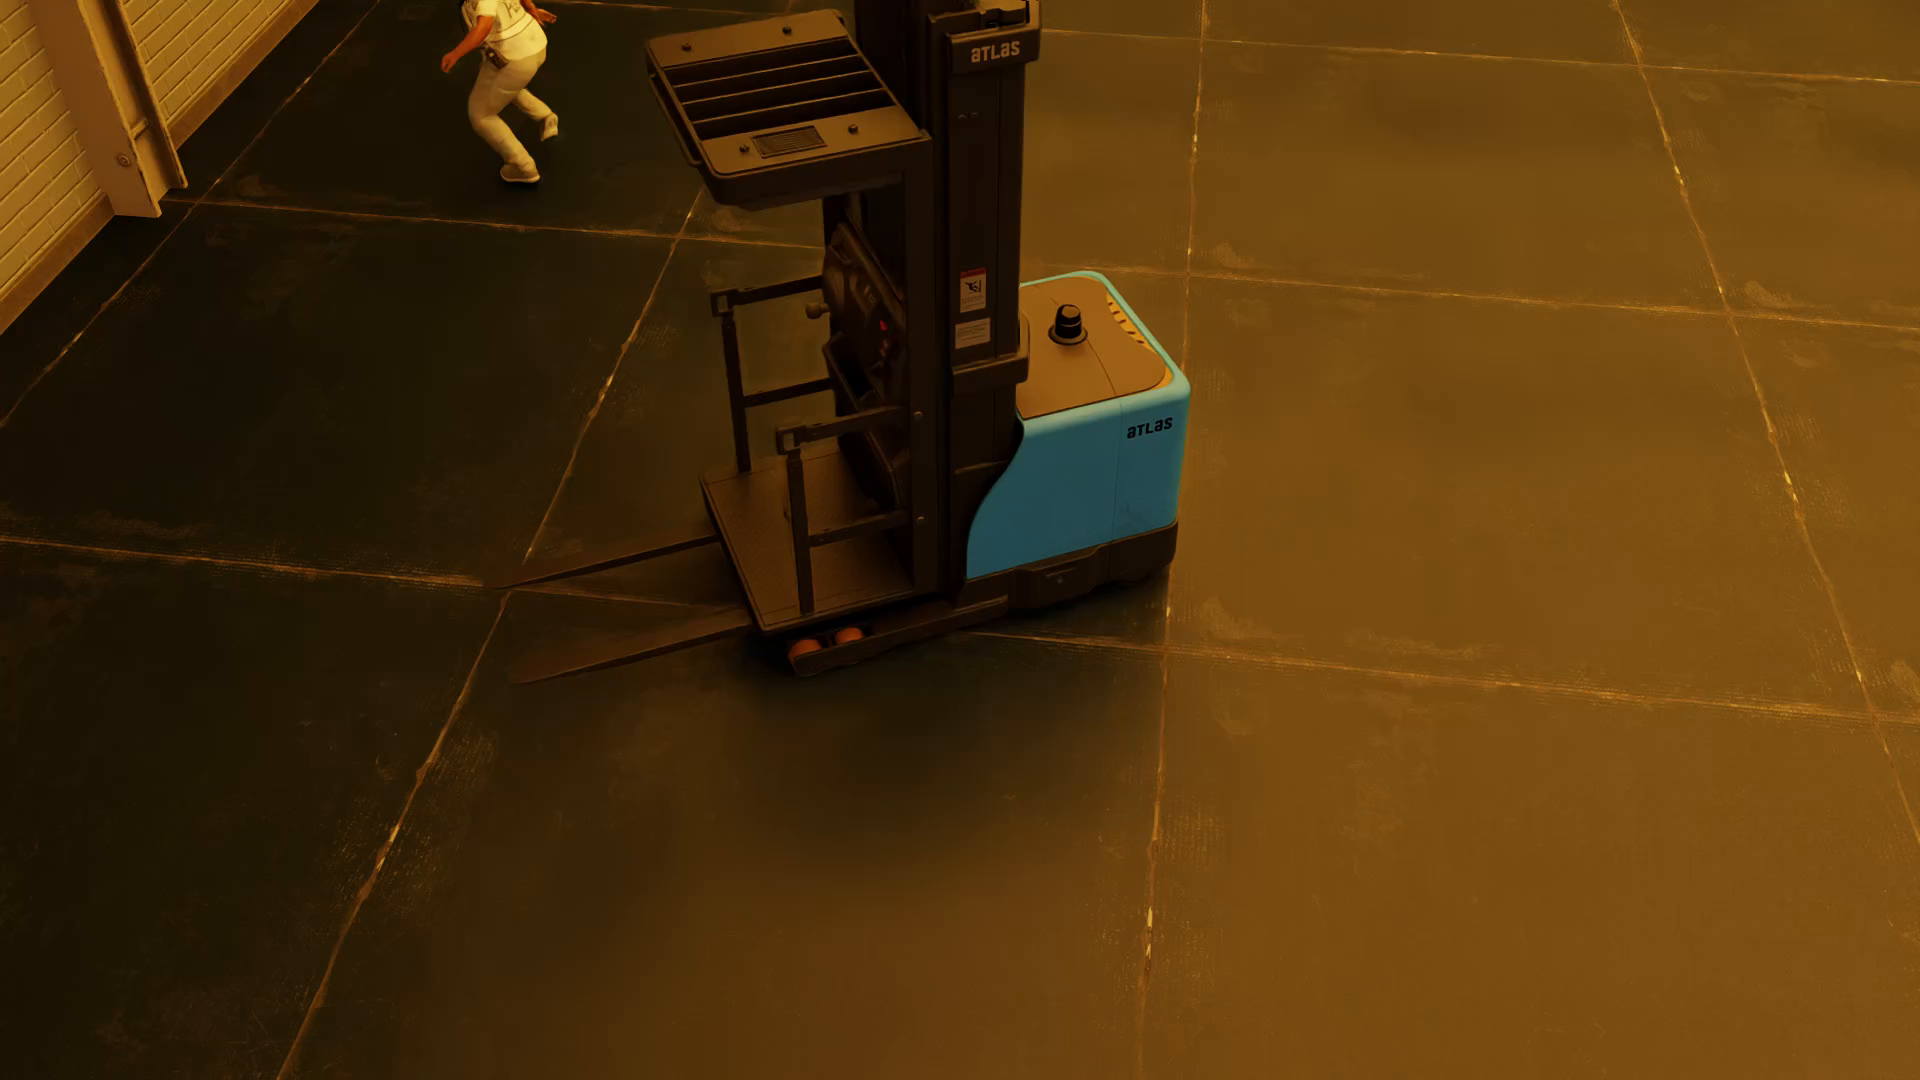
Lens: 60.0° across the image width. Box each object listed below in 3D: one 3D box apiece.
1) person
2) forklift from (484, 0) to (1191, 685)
[{"bbox_3d":[-2.757,-2.948,10.060,0.497,1.567,0.936,2,43,3],"label":"person"},{"bbox_3d":[-0.576,-0.893,6.696,3.031,2.935,1.130,-14,45,-15],"label":"forklift"}]
